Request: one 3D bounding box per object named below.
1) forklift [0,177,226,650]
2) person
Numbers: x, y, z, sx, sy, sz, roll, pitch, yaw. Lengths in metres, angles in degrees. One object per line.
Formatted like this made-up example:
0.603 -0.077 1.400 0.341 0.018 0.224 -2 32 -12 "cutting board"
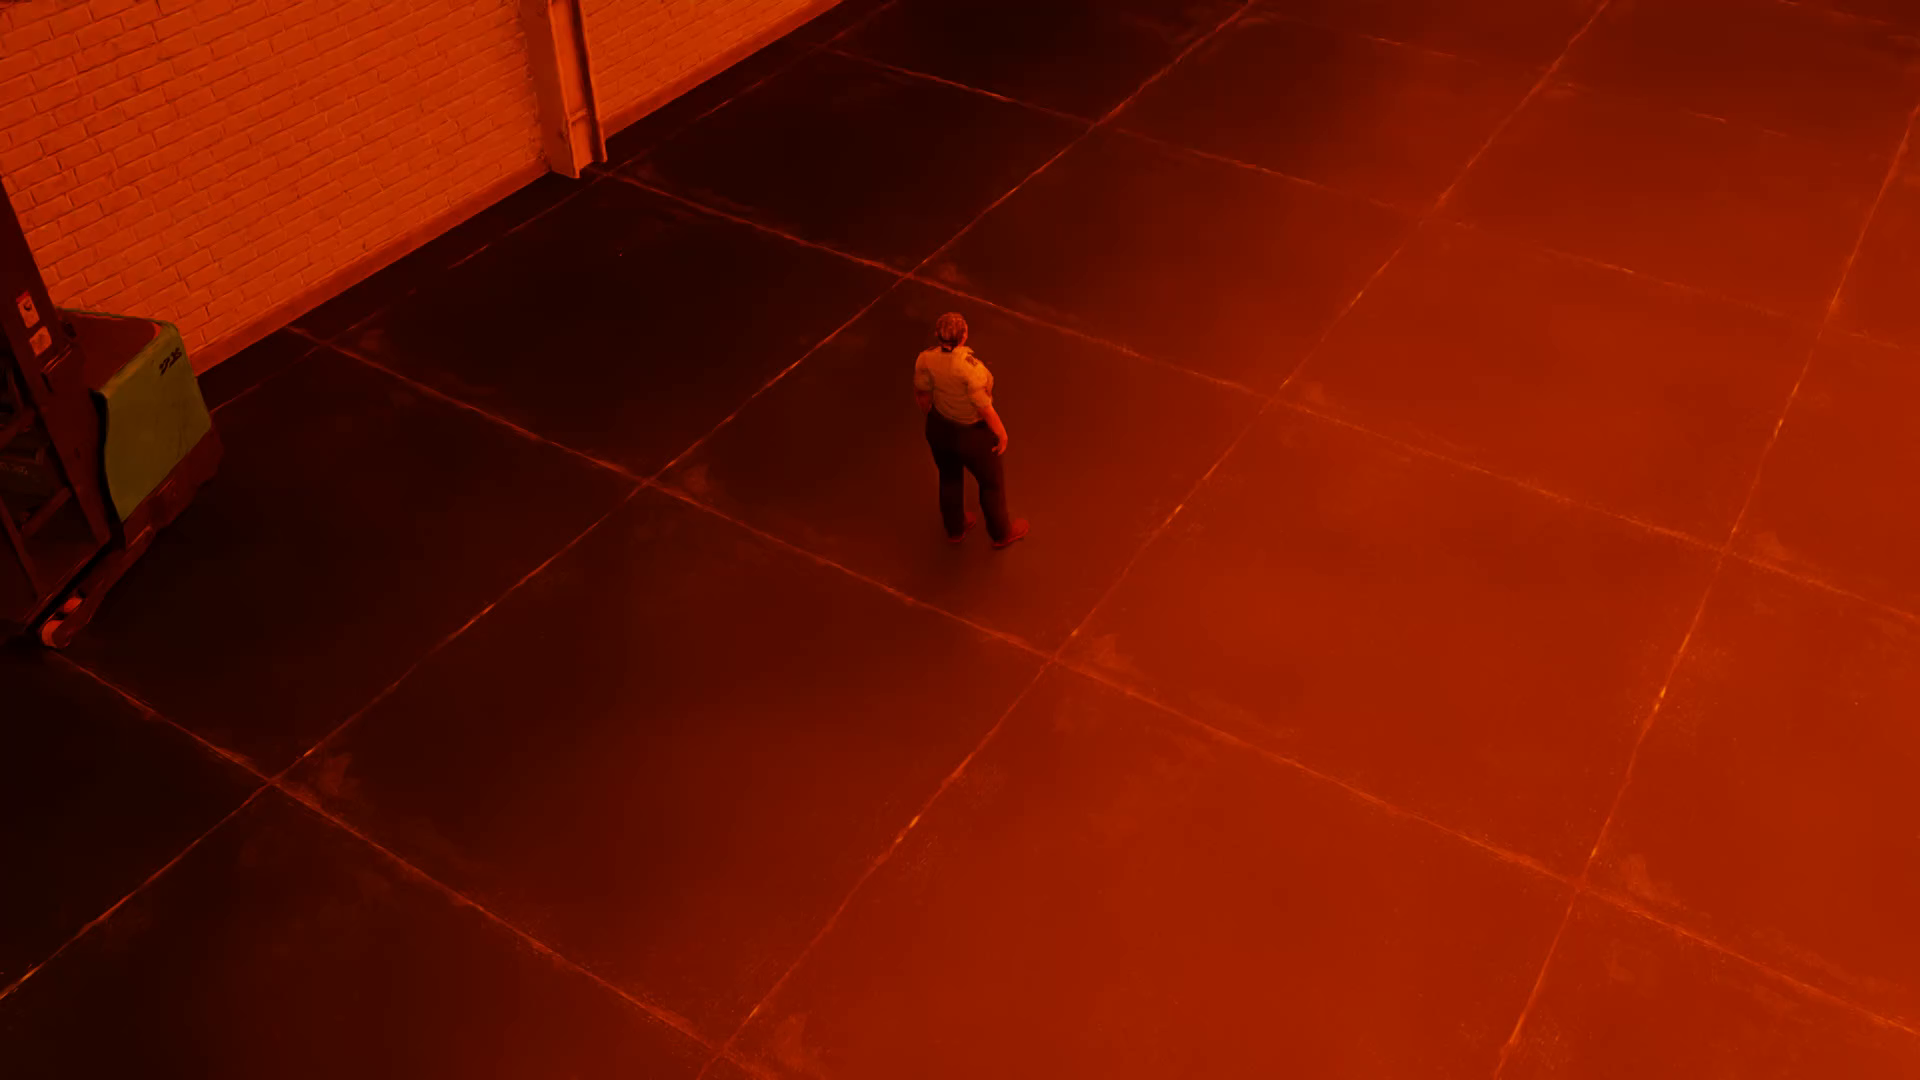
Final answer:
-5.572 -0.768 8.874 1.130 2.935 3.031 8 41 9 "forklift"
0.067 -0.675 9.745 0.599 1.650 0.502 22 45 24 "person"
